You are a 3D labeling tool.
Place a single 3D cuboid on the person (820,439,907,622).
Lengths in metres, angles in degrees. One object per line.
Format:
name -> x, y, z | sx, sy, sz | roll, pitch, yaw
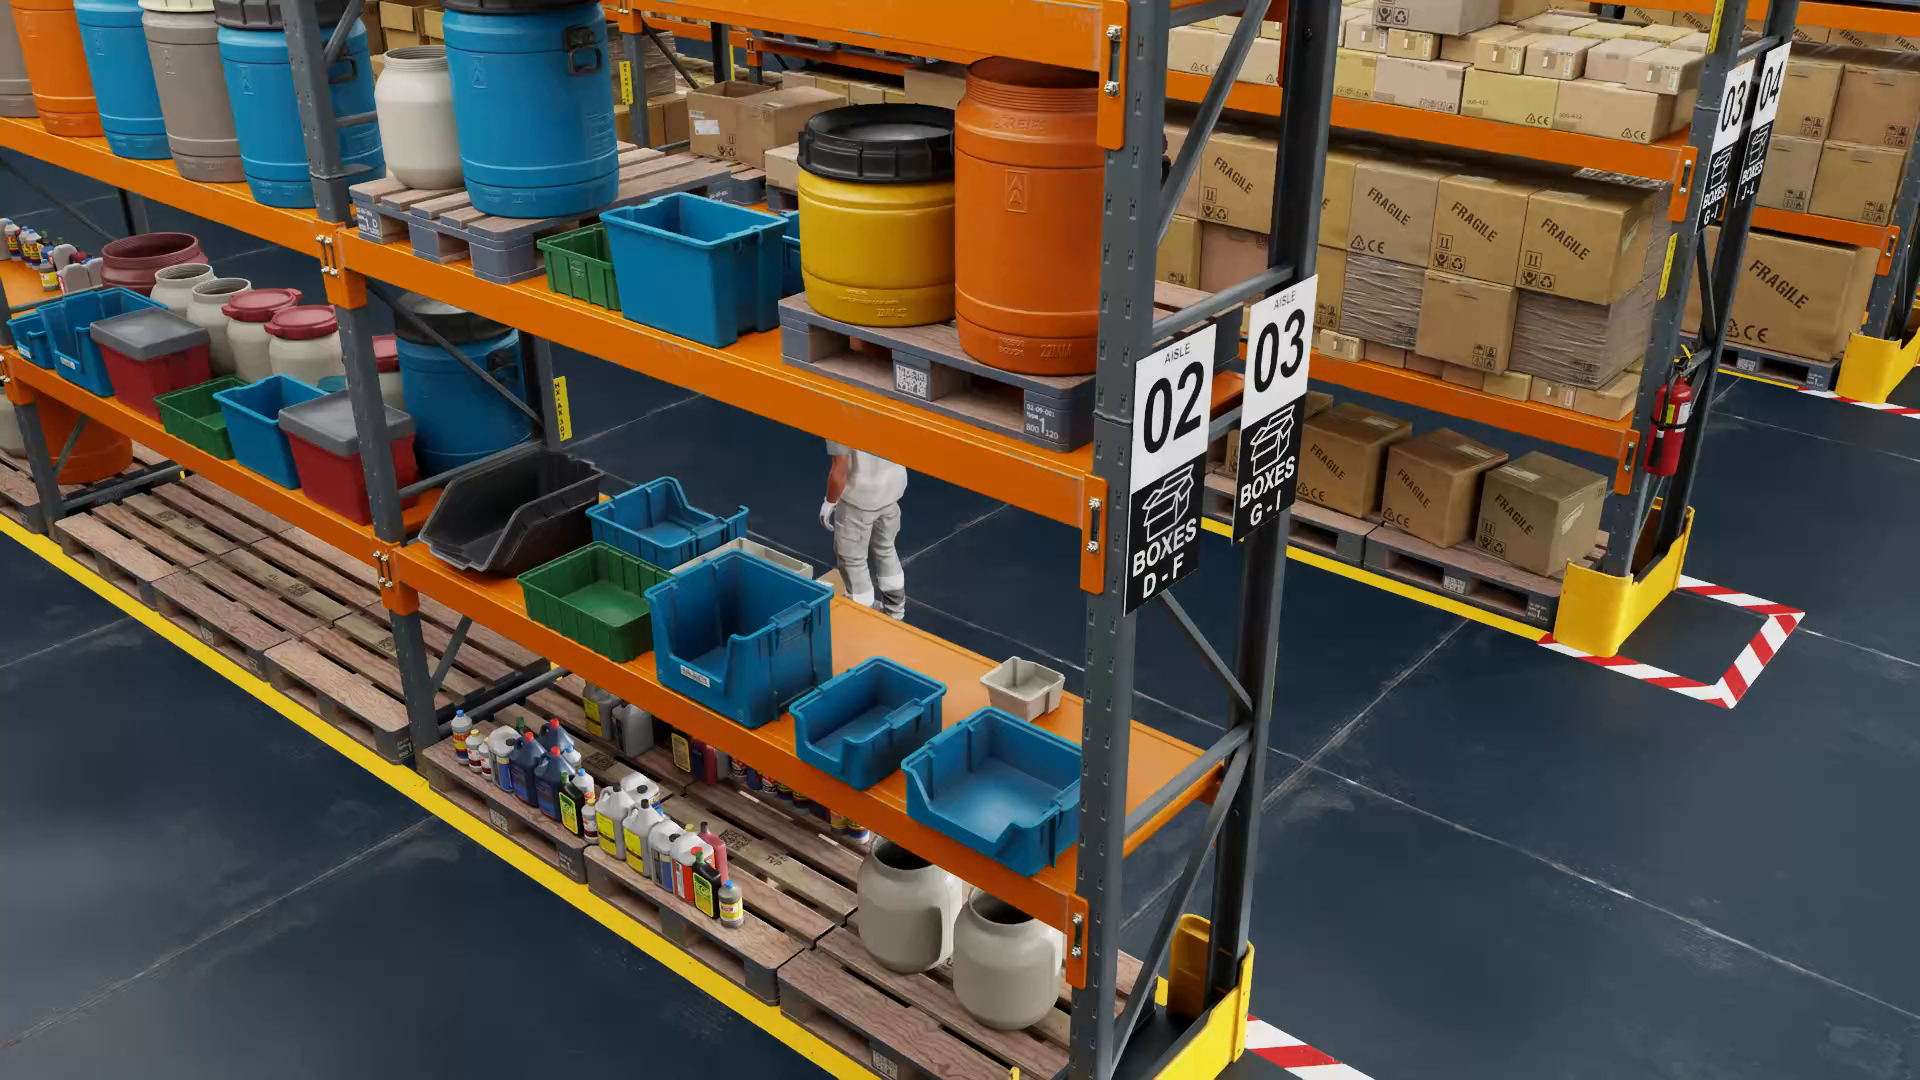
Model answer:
person -> -0.526, -0.259, 9.107 | 0.448, 1.780, 0.609 | 21, 34, 35
